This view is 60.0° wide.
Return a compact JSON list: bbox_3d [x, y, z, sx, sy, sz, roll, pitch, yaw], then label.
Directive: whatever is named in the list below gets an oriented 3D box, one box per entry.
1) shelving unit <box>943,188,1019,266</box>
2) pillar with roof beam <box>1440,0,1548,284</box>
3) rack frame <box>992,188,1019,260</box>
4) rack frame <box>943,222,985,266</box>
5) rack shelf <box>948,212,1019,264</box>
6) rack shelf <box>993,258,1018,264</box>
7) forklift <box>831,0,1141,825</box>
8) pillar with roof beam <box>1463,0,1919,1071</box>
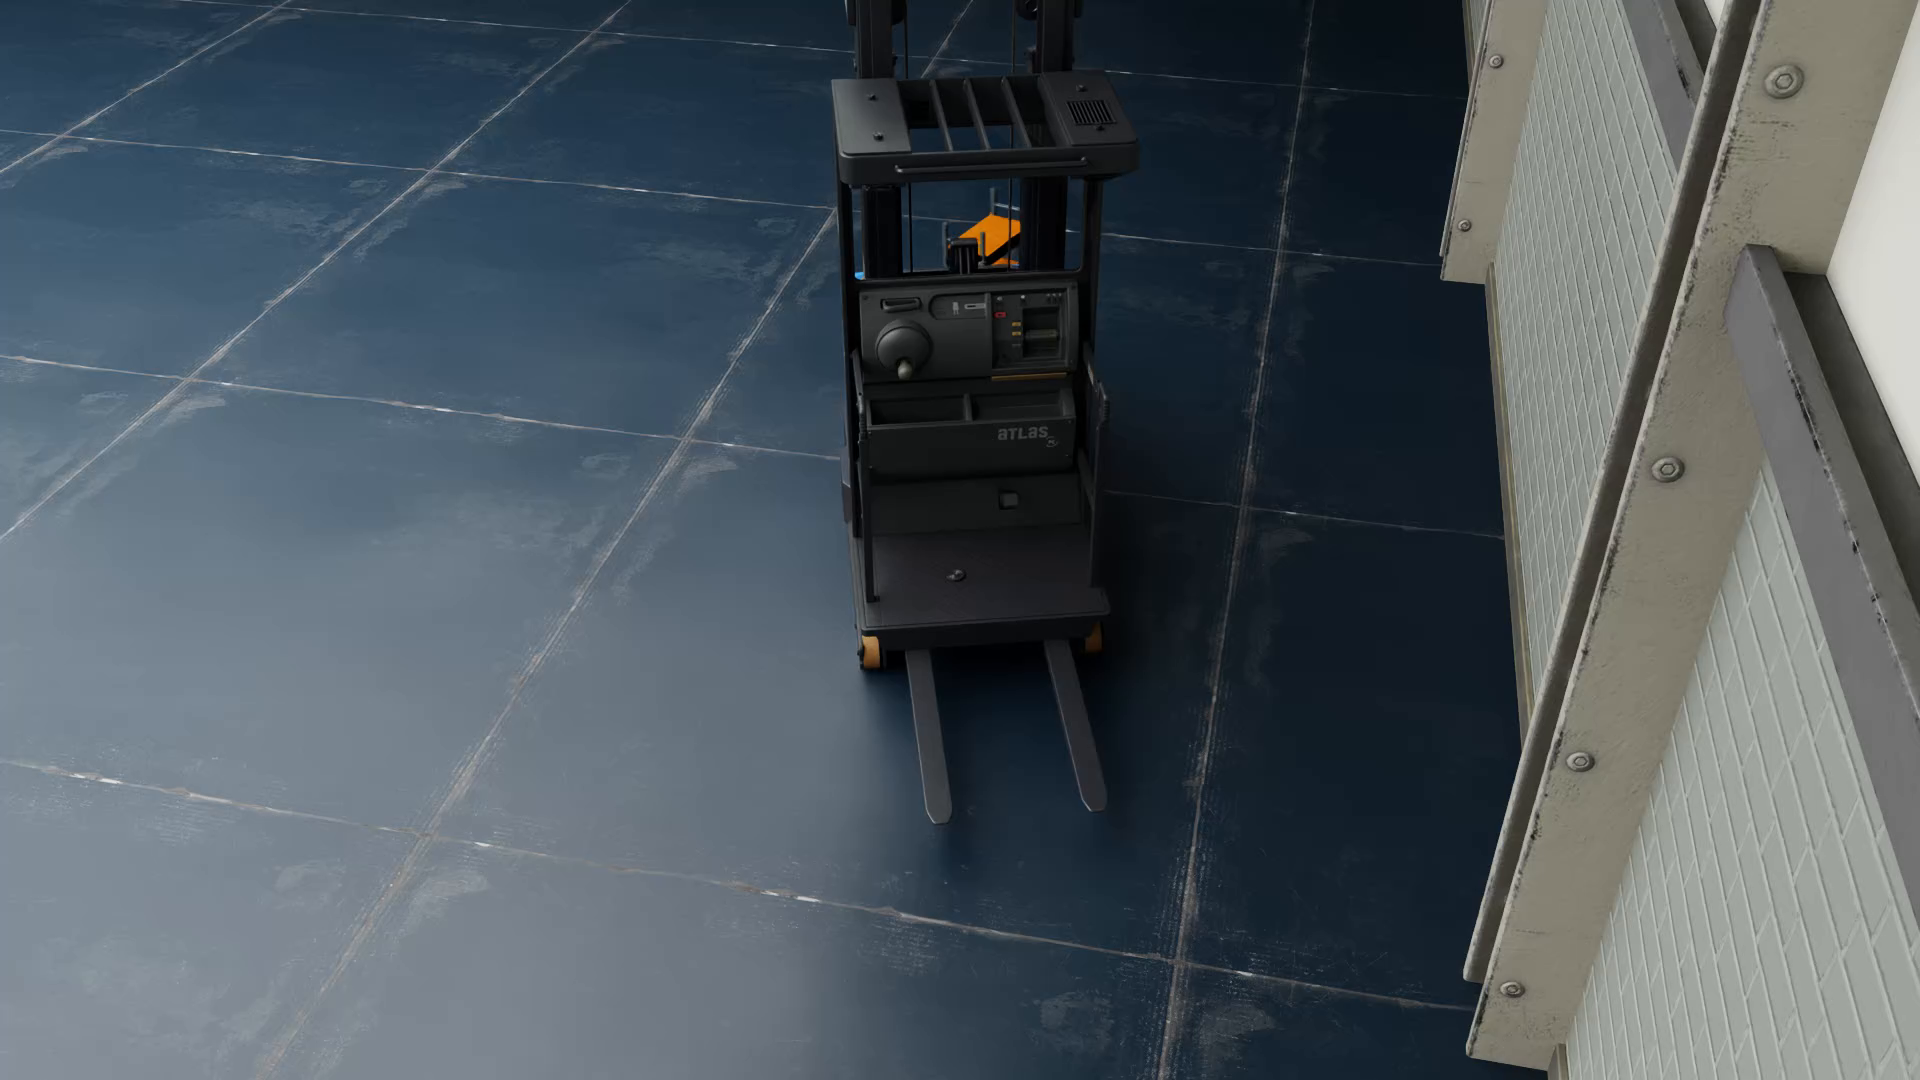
[{"bbox_3d":[0.159,-1.208,8.888,0.258,1.200,0.503,18,40,26],"label":"shelving unit"},{"bbox_3d":[-0.972,-5.924,8.755,9.100,9.000,0.400,7,37,10],"label":"pillar with roof beam"},{"bbox_3d":[0.285,-1.330,9.057,0.240,1.200,0.015,18,40,26],"label":"rack frame"},{"bbox_3d":[0.032,-1.085,8.719,0.240,1.200,0.015,18,40,26],"label":"rack frame"},{"bbox_3d":[0.150,-1.529,8.662,0.258,0.148,0.480,18,40,26],"label":"rack shelf"},{"bbox_3d":[0.155,-1.336,8.798,0.258,0.148,0.480,18,40,26],"label":"rack shelf"},{"bbox_3d":[0.067,-0.822,6.887,1.130,2.935,3.031,-4,36,-5],"label":"forklift"},{"bbox_3d":[-2.253,-2.484,4.009,9.100,9.000,0.400,7,37,10],"label":"pillar with roof beam"}]
